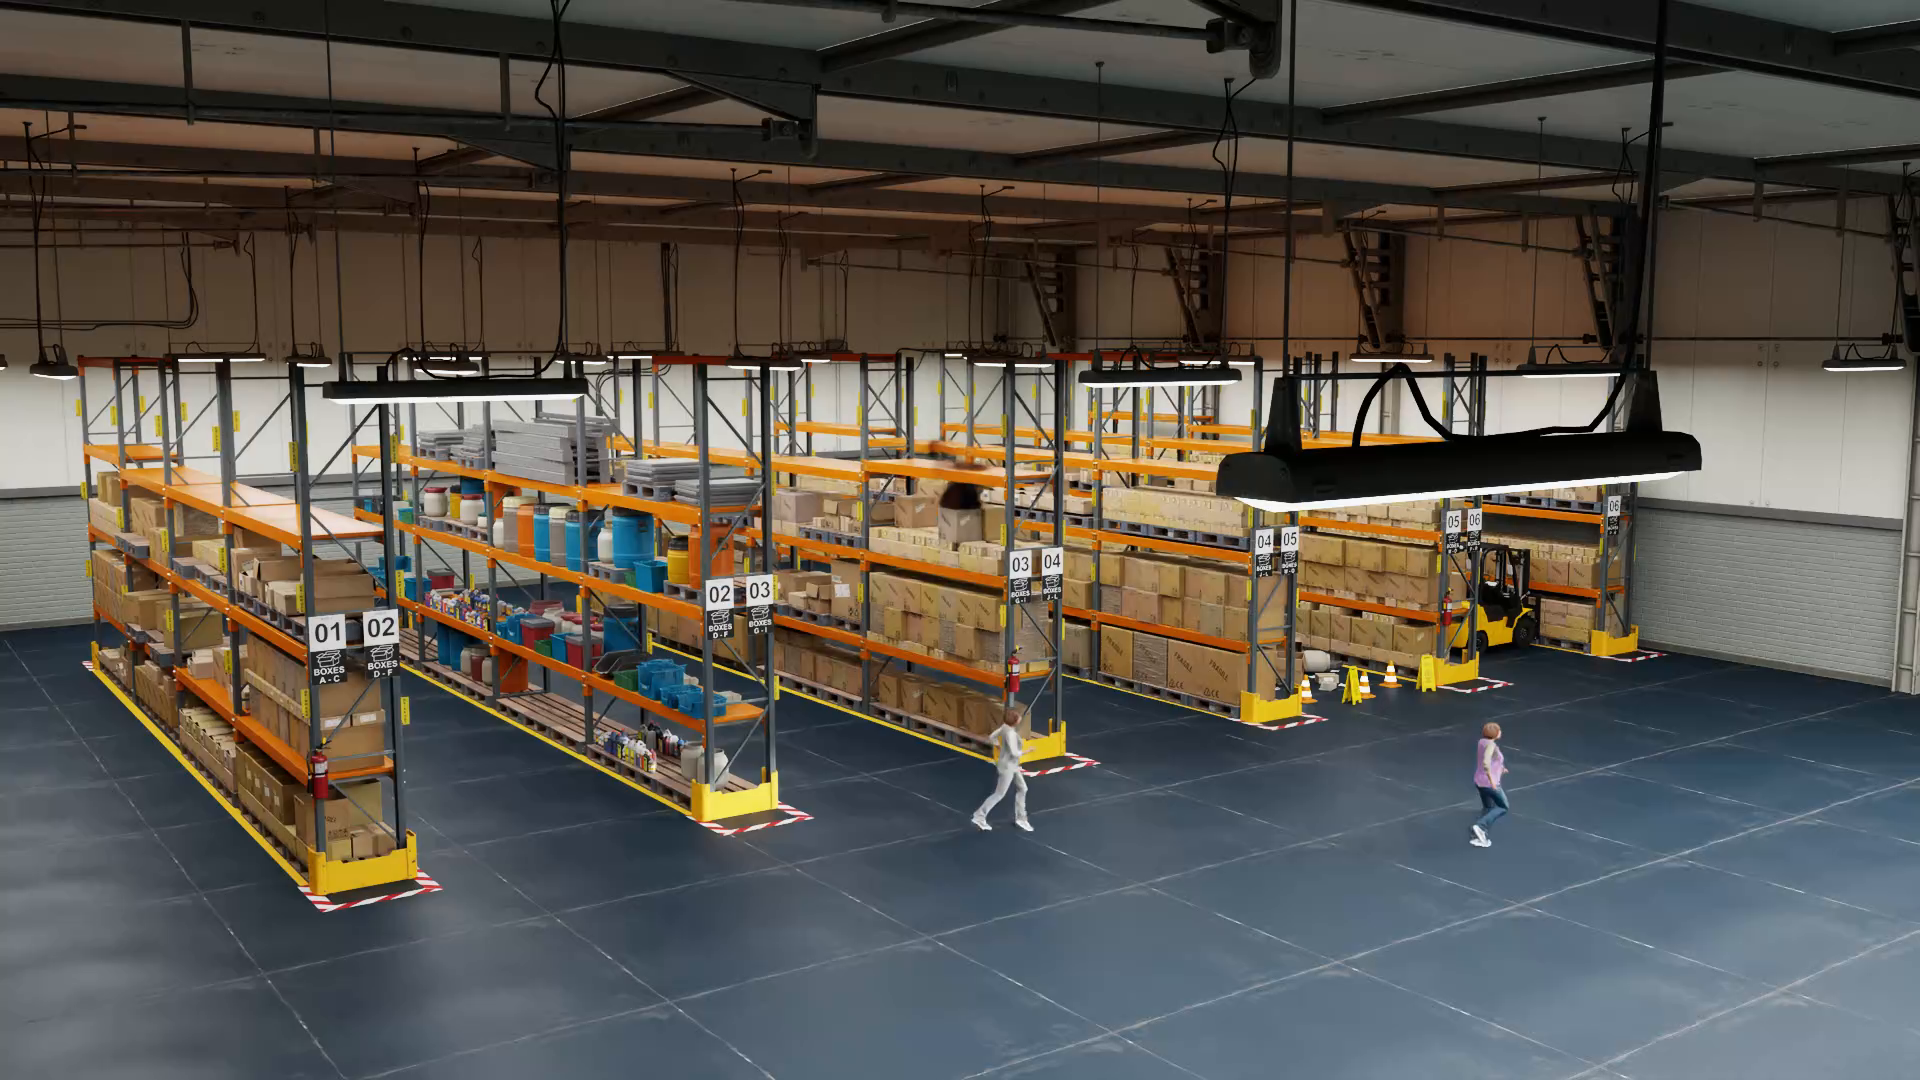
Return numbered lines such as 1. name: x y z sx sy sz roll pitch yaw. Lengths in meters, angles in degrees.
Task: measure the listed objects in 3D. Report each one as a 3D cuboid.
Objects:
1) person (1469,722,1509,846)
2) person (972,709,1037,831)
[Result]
1. person: 6.634 3.044 20.765 0.530 1.567 0.545 -1 7 -8
2. person: 0.565 2.964 21.304 0.848 1.633 0.548 -1 7 -4
